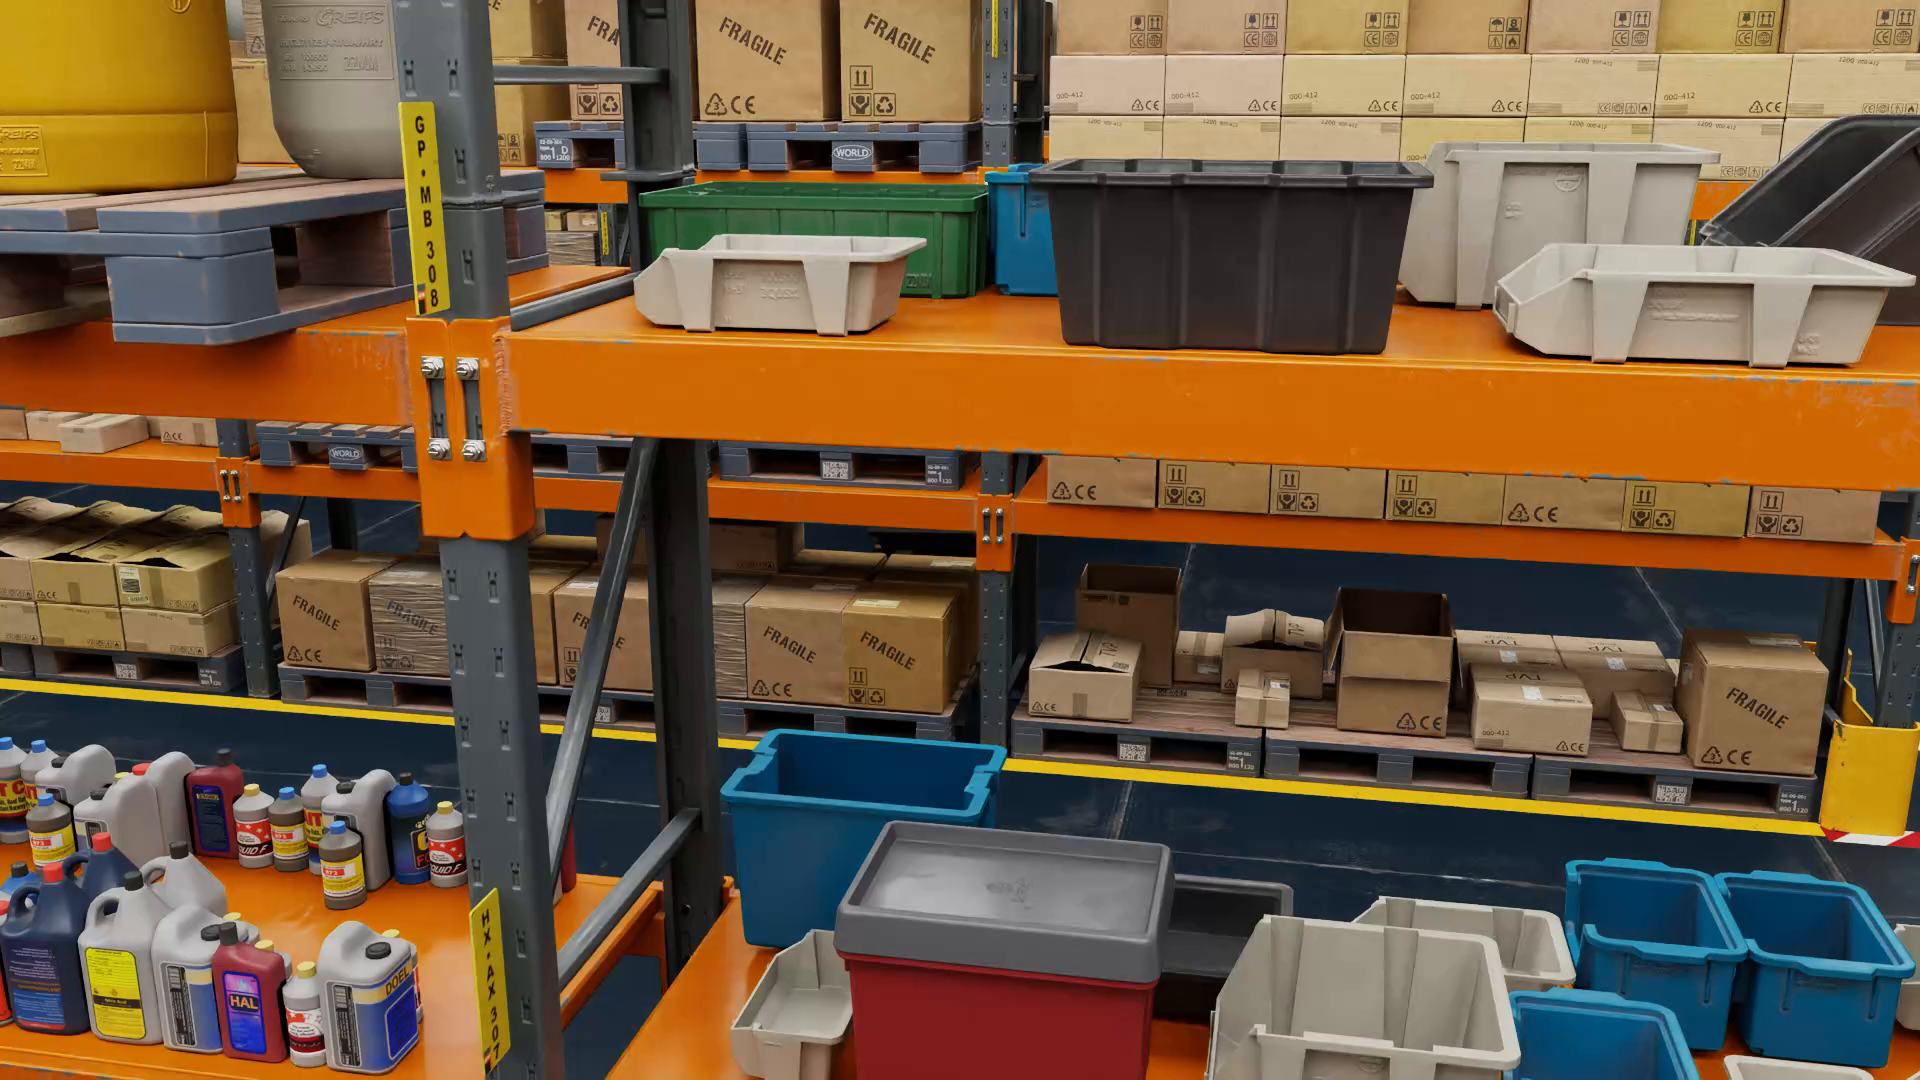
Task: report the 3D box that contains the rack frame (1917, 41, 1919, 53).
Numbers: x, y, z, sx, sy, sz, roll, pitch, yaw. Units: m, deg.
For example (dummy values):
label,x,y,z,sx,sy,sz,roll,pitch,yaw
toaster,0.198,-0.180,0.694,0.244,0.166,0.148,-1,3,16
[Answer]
label,x,y,z,sx,sy,sz,roll,pitch,yaw
rack frame,4.179,-3.190,6.651,0.127,3.000,1.000,3,16,11

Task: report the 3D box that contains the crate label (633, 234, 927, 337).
label,x,y,z,sx,sy,sz,roll,pitch,yaw
crate label,-0.310,-0.433,2.811,0.466,0.136,0.293,3,16,11

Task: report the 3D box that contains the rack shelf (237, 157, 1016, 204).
label,x,y,z,sx,sy,sz,roll,pitch,yaw
rack shelf,-1.701,-1.717,8.300,4.000,0.370,1.077,3,16,11

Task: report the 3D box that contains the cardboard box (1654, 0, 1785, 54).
label,x,y,z,sx,sy,sz,roll,pitch,yaw
cardboard box,3.199,-2.346,7.164,0.500,0.500,0.700,3,16,11

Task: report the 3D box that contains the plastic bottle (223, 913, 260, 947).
label,x,y,z,sx,sy,sz,roll,pitch,yaw
plastic bottle,-1.534,0.890,3.531,0.097,0.201,0.097,0,15,0

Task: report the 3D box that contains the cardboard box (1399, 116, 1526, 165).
label,x,y,z,sx,sy,sz,roll,pitch,yaw
cardboard box,2.155,-1.714,7.222,0.500,0.250,0.500,3,16,11

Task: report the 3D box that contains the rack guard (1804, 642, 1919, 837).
label,x,y,z,sx,sy,sz,roll,pitch,yaw
rack guard,4.104,0.902,7.800,0.348,0.500,1.175,3,16,11

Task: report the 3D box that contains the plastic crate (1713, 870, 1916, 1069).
label,x,y,z,sx,sy,sz,roll,pitch,yaw
plastic crate,1.721,0.879,3.400,0.300,0.233,0.416,3,16,11

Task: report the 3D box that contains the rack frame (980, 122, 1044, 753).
label,x,y,z,sx,sy,sz,roll,pitch,yaw
rack frame,0.259,-0.512,8.220,0.127,3.000,1.000,3,16,11

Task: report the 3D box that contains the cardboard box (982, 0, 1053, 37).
label,x,y,z,sx,sy,sz,roll,pitch,yaw
cardboard box,0.406,-3.956,12.619,0.500,0.250,0.500,4,16,15

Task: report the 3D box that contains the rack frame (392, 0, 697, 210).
label,x,y,z,sx,sy,sz,roll,pitch,yaw
rack frame,-0.732,-2.107,2.742,0.127,3.000,1.000,3,16,11

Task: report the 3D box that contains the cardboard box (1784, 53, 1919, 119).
label,x,y,z,sx,sy,sz,roll,pitch,yaw
cardboard box,3.624,-1.874,6.863,0.500,0.250,0.500,3,16,11

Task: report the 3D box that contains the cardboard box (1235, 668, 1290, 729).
label,x,y,z,sx,sy,sz,roll,pitch,yaw
cardboard box,1.477,0.764,8.098,0.250,0.166,0.380,3,16,11

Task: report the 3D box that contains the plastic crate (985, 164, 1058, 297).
label,x,y,z,sx,sy,sz,roll,pitch,yaw
plastic crate,0.224,-0.616,3.291,0.300,0.233,0.416,3,16,11

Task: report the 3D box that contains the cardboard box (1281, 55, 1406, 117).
label,x,y,z,sx,sy,sz,roll,pitch,yaw
cardboard box,1.664,-1.979,7.243,0.500,0.250,0.500,3,16,11

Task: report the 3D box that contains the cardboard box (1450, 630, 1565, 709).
label,x,y,z,sx,sy,sz,roll,pitch,yaw
cardboard box,2.722,0.658,8.324,0.500,0.250,0.500,3,16,11

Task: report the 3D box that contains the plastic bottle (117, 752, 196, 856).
label,x,y,z,sx,sy,sz,roll,pitch,yaw
plastic bottle,-2.017,0.670,4.186,0.135,0.276,0.152,3,16,11

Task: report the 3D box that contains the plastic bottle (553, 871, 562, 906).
label,x,y,z,sx,sy,sz,roll,pitch,yaw
plastic bottle,-1.052,0.702,3.931,0.185,0.351,0.144,3,16,11

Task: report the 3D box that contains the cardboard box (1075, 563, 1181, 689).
label,x,y,z,sx,sy,sz,roll,pitch,yaw
cardboard box,0.874,0.437,8.653,0.500,0.500,0.500,3,16,11

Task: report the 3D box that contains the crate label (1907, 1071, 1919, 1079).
label,x,y,z,sx,sy,sz,roll,pitch,yaw
crate label,1.794,1.071,2.887,0.243,0.136,0.396,3,16,11

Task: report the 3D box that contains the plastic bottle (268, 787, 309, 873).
label,x,y,z,sx,sy,sz,roll,pitch,yaw
plastic bottle,-1.672,0.717,4.155,0.097,0.201,0.097,0,15,0

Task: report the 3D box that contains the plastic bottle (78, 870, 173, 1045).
label,x,y,z,sx,sy,sz,roll,pitch,yaw
plastic bottle,-1.698,0.844,3.417,0.185,0.351,0.144,3,16,11

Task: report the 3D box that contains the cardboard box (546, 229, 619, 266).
label,x,y,z,sx,sy,sz,roll,pitch,yaw
cardboard box,-3.140,-2.303,13.676,0.500,0.500,0.700,1,16,5

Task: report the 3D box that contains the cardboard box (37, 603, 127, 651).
label,x,y,z,sx,sy,sz,roll,pitch,yaw
cardboard box,-4.731,0.408,9.265,0.500,0.250,0.500,3,16,10

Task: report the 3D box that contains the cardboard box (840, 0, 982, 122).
label,x,y,z,sx,sy,sz,roll,pitch,yaw
cardboard box,-0.220,-2.302,7.903,0.600,0.600,0.600,2,16,6

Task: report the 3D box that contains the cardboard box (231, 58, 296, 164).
label,x,y,z,sx,sy,sz,roll,pitch,yaw
cardboard box,-3.227,-2.204,8.522,0.500,0.500,0.910,3,16,11

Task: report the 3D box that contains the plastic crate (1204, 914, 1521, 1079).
label,x,y,z,sx,sy,sz,roll,pitch,yaw
plastic crate,0.728,0.942,3.083,0.530,0.282,0.437,3,16,11

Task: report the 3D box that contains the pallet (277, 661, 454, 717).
label,x,y,z,sx,sy,sz,roll,pitch,yaw
pallet,-2.937,0.669,9.181,1.213,0.211,1.003,3,16,11

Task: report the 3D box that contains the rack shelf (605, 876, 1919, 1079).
label,x,y,z,sx,sy,sz,roll,pitch,yaw
rack shelf,1.228,1.237,3.255,4.000,0.370,1.077,3,16,11

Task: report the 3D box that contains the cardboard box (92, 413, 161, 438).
label,x,y,z,sx,sy,sz,roll,pitch,yaw
cardboard box,-4.499,-0.780,9.355,0.500,0.311,0.500,3,16,10

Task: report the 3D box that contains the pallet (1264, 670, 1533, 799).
label,x,y,z,sx,sy,sz,roll,pitch,yaw
pallet,2.131,0.933,8.227,1.213,0.211,1.003,3,16,11

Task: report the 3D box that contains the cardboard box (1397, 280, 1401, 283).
label,x,y,z,sx,sy,sz,roll,pitch,yaw
cardboard box,2.295,-1.002,7.930,0.500,0.500,0.500,3,16,11

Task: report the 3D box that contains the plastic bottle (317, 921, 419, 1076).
label,x,y,z,sx,sy,sz,roll,pitch,yaw
plastic bottle,-1.183,0.907,3.330,0.135,0.276,0.152,3,16,11

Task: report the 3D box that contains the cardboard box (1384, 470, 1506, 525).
label,x,y,z,sx,sy,sz,roll,pitch,yaw
cardboard box,2.195,-0.381,7.562,0.500,0.500,0.500,3,16,10

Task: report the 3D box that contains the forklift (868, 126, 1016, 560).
label,x,y,z,sx,sy,sz,roll,pitch,yaw
forklift,-0.034,-1.245,10.996,1.130,2.935,3.031,1,16,3

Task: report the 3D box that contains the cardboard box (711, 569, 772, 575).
label,x,y,z,sx,sy,sz,roll,pitch,yaw
cardboard box,-1.180,0.338,9.013,0.500,0.500,0.500,3,16,12

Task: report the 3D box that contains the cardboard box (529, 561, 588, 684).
label,x,y,z,sx,sy,sz,roll,pitch,yaw
cardboard box,-2.267,0.422,8.709,0.500,0.500,0.500,3,16,10

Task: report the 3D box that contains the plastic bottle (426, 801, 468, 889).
label,x,y,z,sx,sy,sz,roll,pitch,yaw
plastic bottle,-1.254,0.740,4.073,0.097,0.201,0.097,0,15,0

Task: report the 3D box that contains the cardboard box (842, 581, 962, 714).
label,x,y,z,sx,sy,sz,roll,pitch,yaw
cardboard box,-0.282,0.530,8.319,0.500,0.500,0.500,3,16,11

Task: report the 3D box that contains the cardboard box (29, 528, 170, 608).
label,x,y,z,sx,sy,sz,roll,pitch,yaw
cardboard box,-4.734,0.139,9.186,0.500,0.311,0.500,3,16,10

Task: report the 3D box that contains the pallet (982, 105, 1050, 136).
label,x,y,z,sx,sy,sz,roll,pitch,yaw
pallet,0.334,-3.197,12.653,1.217,0.209,0.805,2,16,9

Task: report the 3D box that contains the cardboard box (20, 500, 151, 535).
label,x,y,z,sx,sy,sz,roll,pitch,yaw
cardboard box,-5.131,-0.030,9.795,0.500,0.311,0.500,3,16,10

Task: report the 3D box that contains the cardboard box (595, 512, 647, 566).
label,x,y,z,sx,sy,sz,roll,pitch,yaw
cardboard box,-1.638,-0.050,9.006,0.500,0.250,0.500,3,16,10

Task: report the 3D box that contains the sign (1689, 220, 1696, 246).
label,x,y,z,sx,sy,sz,roll,pitch,yaw
sign,5.040,-2.126,11.435,0.005,0.325,0.100,3,16,11

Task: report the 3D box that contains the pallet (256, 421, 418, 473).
label,x,y,z,sx,sy,sz,roll,pitch,yaw
pallet,-2.983,-0.614,8.950,1.003,0.211,1.213,3,16,11

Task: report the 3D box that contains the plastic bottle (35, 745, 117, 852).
label,x,y,z,sx,sy,sz,roll,pitch,yaw
plastic bottle,-2.244,0.658,4.230,0.135,0.276,0.152,3,16,11

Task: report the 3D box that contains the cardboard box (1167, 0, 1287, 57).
label,x,y,z,sx,sy,sz,roll,pitch,yaw
cardboard box,1.205,-2.408,7.385,0.500,0.500,0.700,3,16,11
